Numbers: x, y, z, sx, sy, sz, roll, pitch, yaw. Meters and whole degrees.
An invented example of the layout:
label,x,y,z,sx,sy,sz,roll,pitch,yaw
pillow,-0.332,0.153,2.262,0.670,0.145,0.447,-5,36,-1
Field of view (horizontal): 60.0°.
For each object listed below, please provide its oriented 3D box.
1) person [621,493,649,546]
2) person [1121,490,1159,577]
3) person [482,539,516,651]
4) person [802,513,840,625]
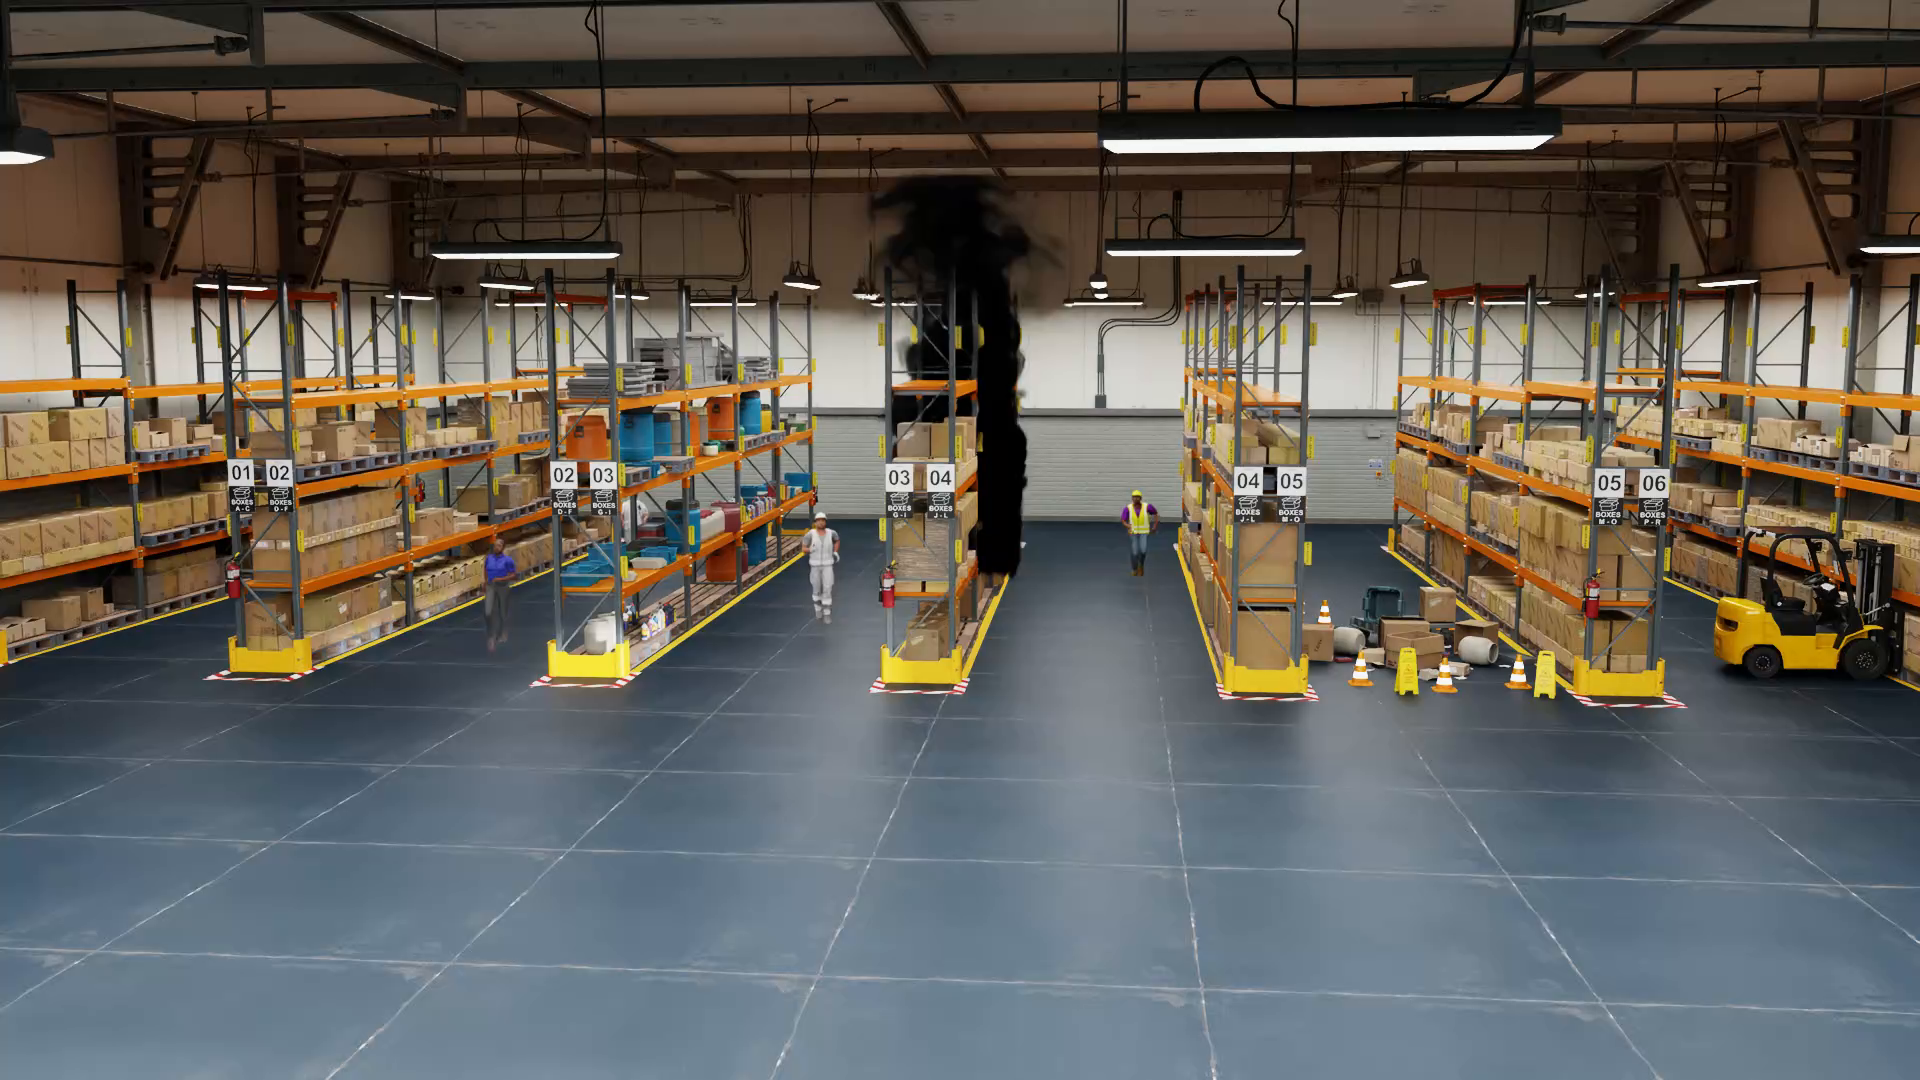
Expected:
label,x,y,z,sx,sy,sz,roll,pitch,yaw
person,-7.128,-0.260,36.339,0.665,1.746,0.603,-1,7,-7
person,3.537,-0.120,32.803,0.726,1.731,0.748,1,7,10
person,-7.103,0.936,25.617,0.566,1.529,0.649,0,7,3
person,-2.295,0.457,27.502,0.644,1.826,0.851,-1,7,-7
